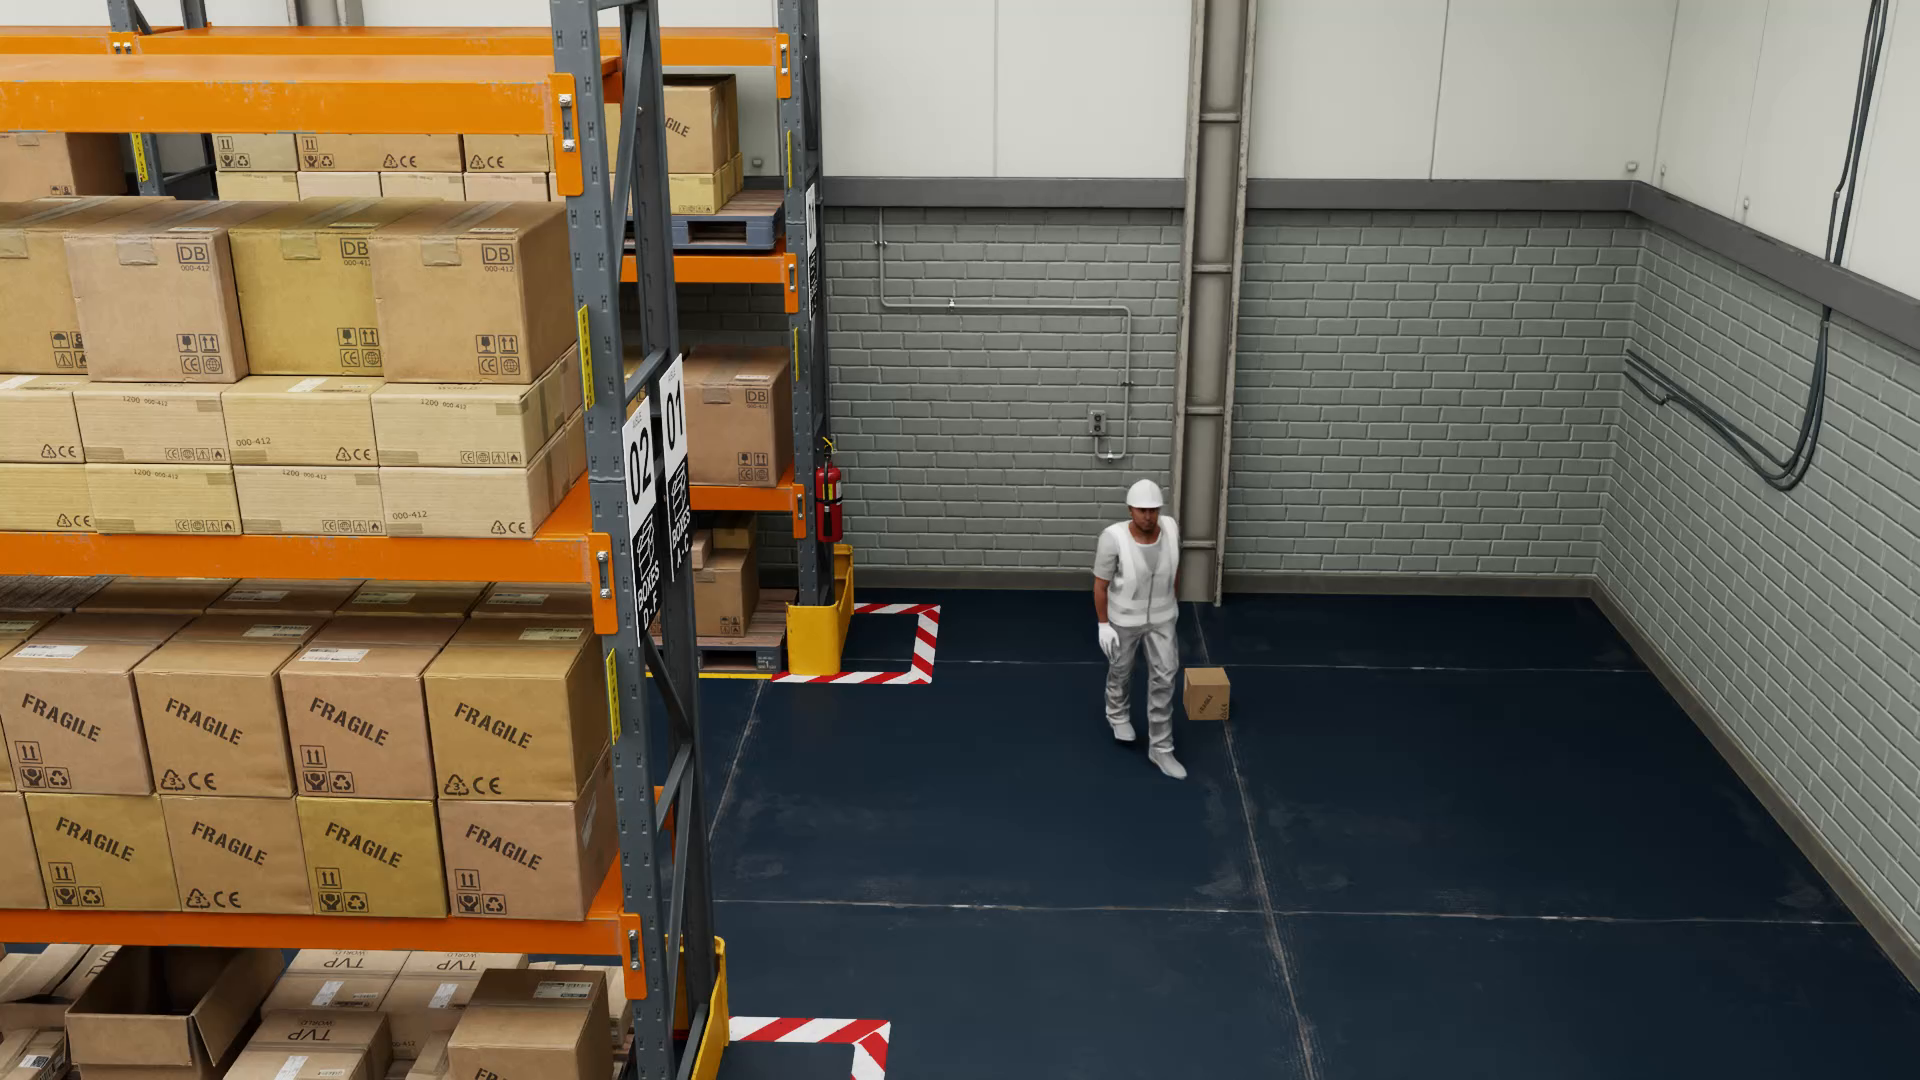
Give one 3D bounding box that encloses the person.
[{"bbox_3d":[1.057,0.480,9.800,0.593,1.802,0.713,-4,21,-11],"label":"person"}]
